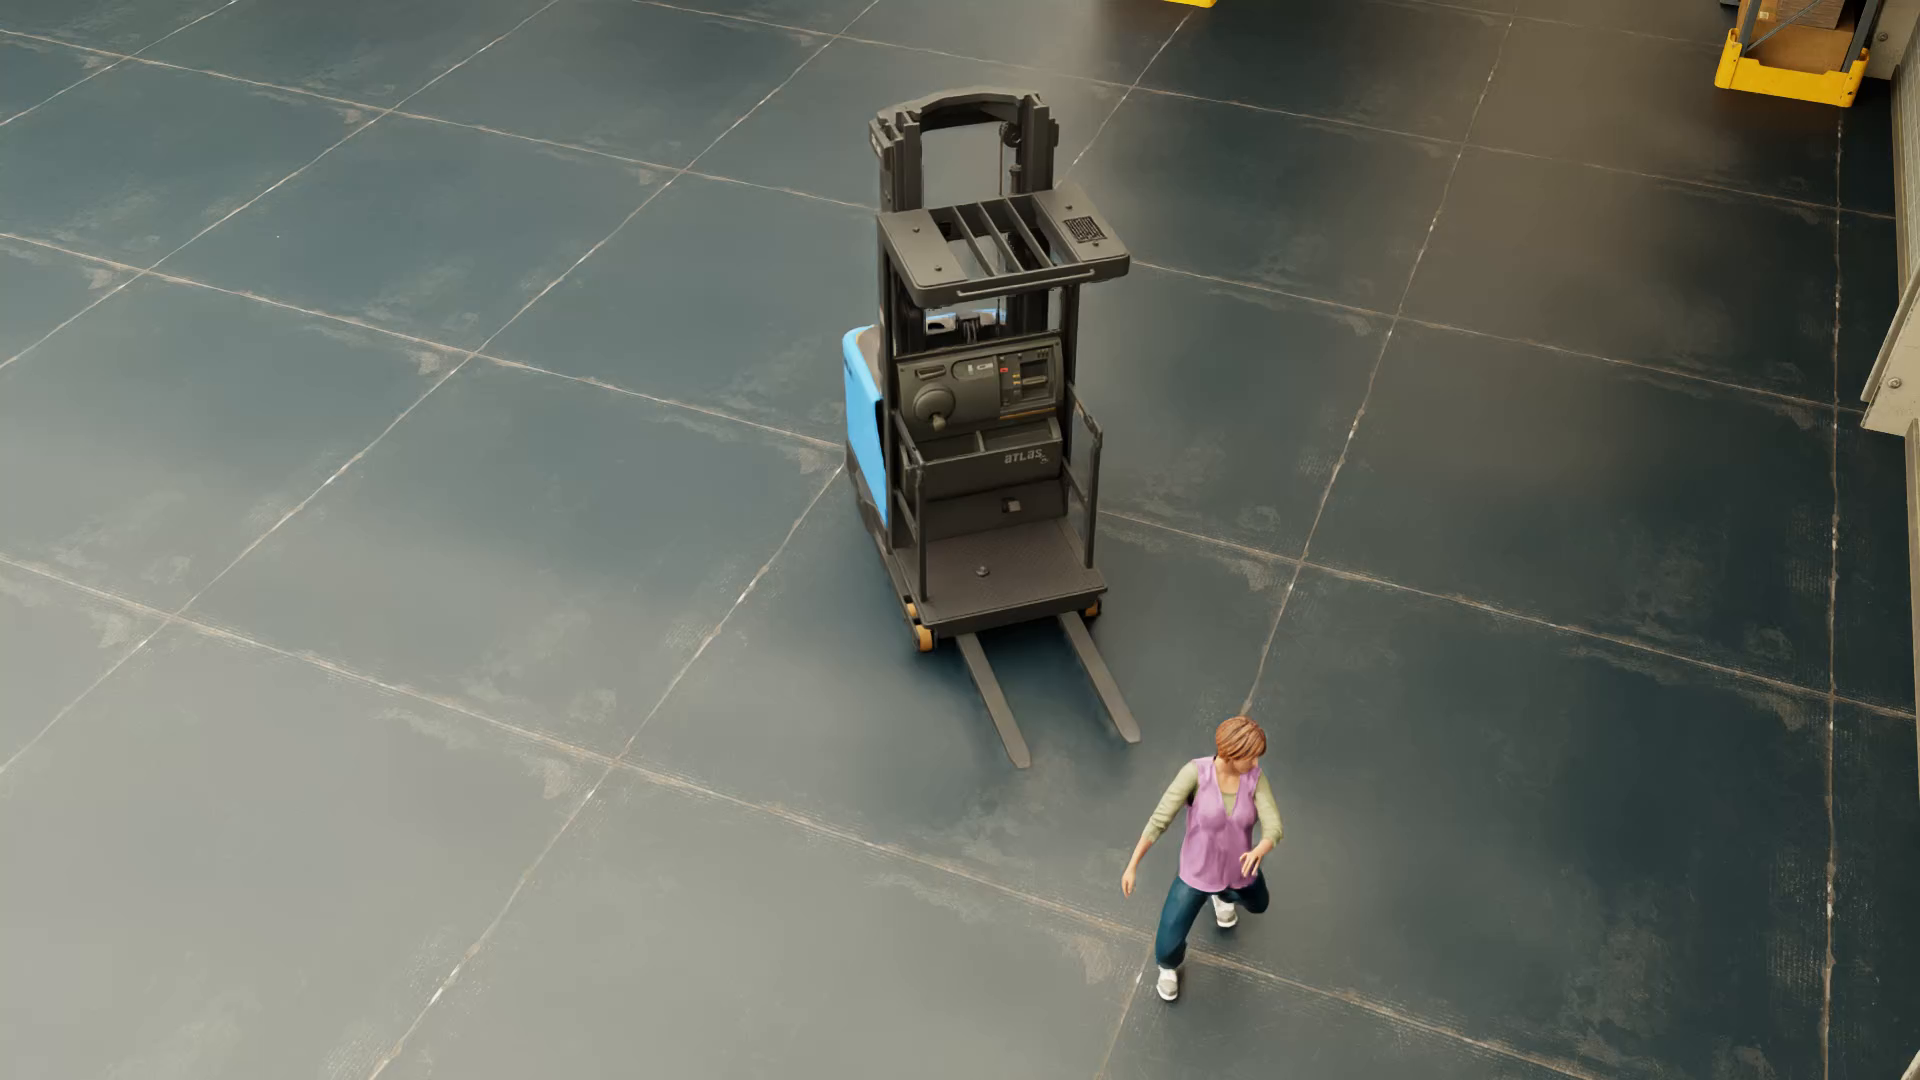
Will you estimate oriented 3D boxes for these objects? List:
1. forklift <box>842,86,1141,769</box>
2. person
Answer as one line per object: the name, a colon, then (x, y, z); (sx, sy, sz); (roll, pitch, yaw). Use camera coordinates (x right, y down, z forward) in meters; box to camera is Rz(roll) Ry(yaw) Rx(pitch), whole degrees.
forklift: (0.184, -0.771, 8.927); (1.130, 2.935, 3.031); (-11, 41, -13)
person: (1.063, 1.491, 7.377); (0.777, 1.435, 0.778); (-12, 41, -14)
